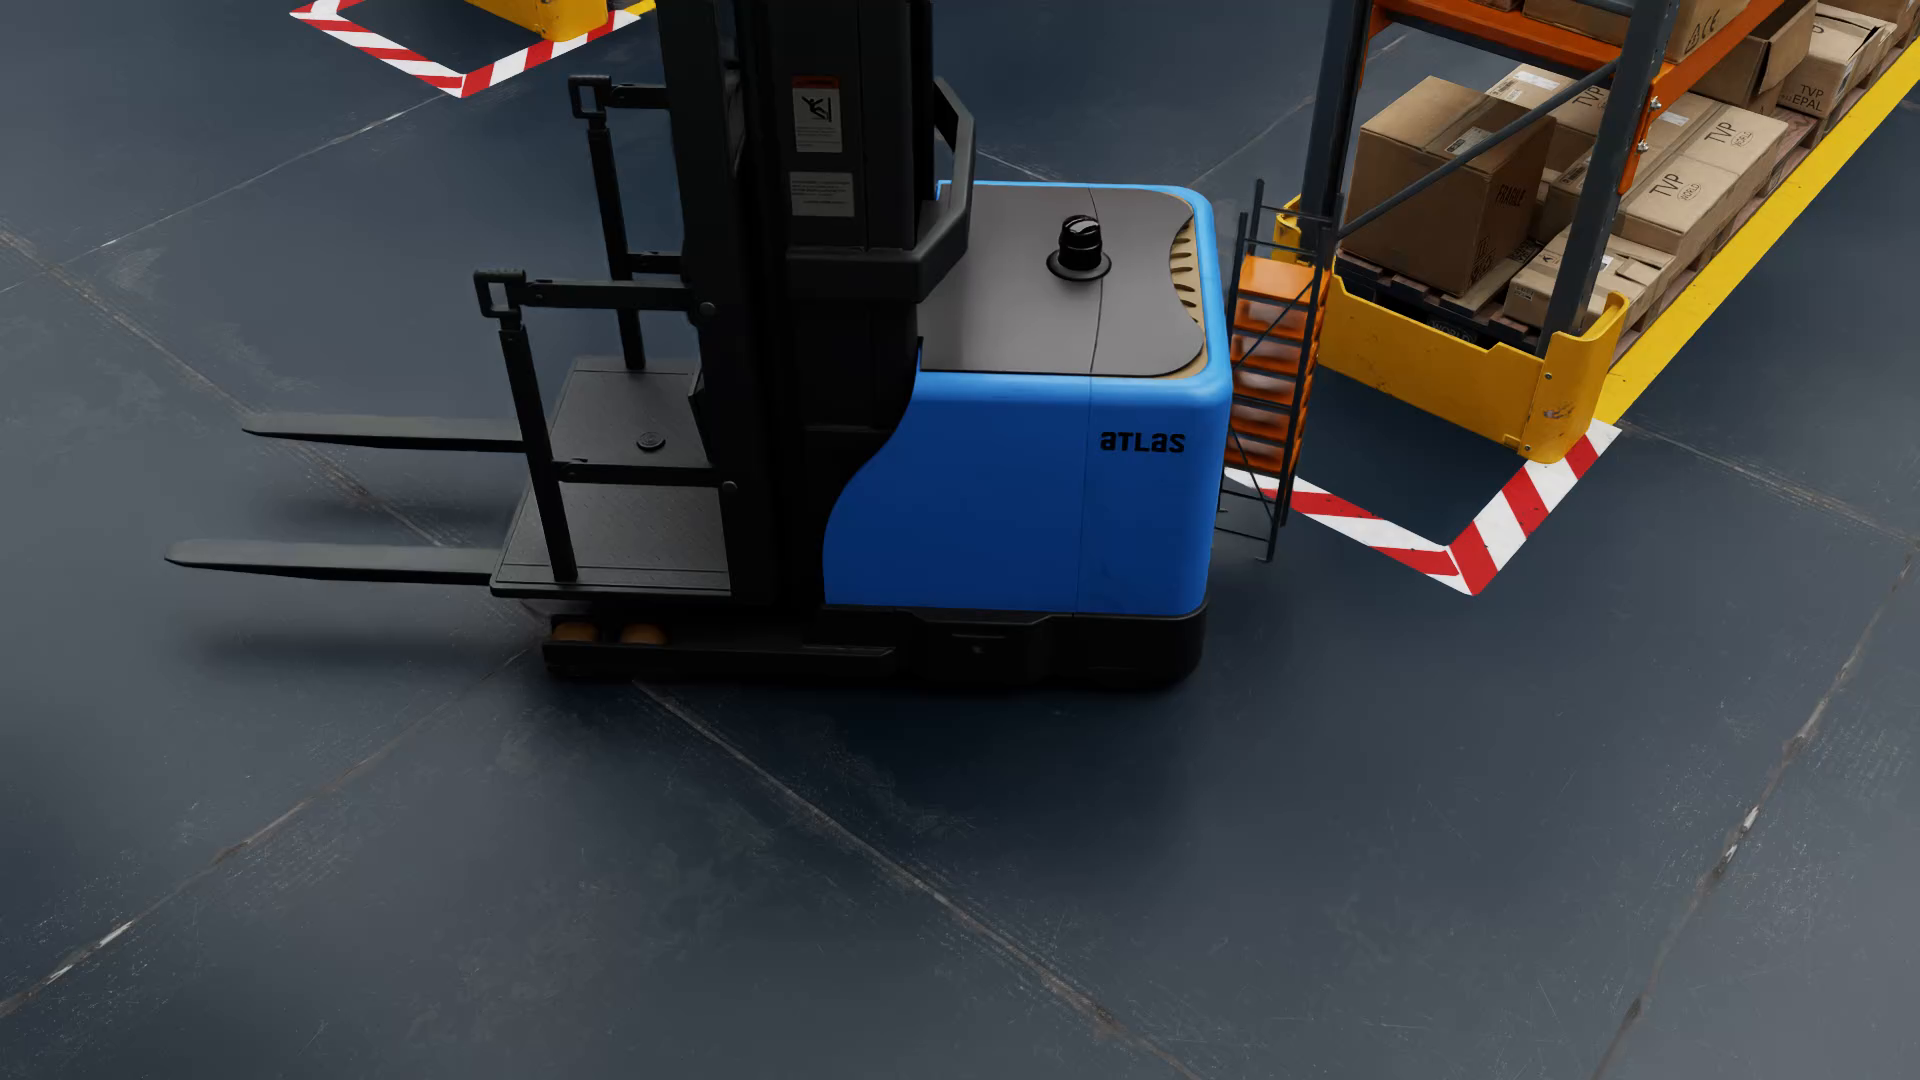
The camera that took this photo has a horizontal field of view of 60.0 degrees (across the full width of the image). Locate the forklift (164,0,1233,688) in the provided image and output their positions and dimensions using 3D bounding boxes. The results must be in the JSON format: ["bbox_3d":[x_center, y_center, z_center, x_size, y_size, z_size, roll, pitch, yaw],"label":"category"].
[{"bbox_3d":[-0.798,-1.037,4.211,3.031,2.935,1.130,2,42,2],"label":"forklift"}]

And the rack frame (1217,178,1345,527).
[{"bbox_3d":[0.926,-0.516,4.926,0.240,1.200,0.006,15,44,16],"label":"rack frame"}]

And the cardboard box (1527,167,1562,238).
[{"bbox_3d":[2.066,-1.317,6.247,0.380,0.166,0.250,29,50,28],"label":"cardboard box"}]

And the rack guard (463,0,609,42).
[{"bbox_3d":[-2.220,-2.850,8.012,1.175,0.500,0.348,29,50,28],"label":"rack guard"}]

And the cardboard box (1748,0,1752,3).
[{"bbox_3d":[2.390,-2.065,5.217,0.500,0.500,0.500,29,50,28],"label":"cardboard box"}]

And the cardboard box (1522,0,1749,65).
[{"bbox_3d":[2.062,-1.797,4.923,0.500,0.500,0.500,31,50,29],"label":"cardboard box"}]

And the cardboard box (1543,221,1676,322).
[{"bbox_3d":[2.268,-0.956,5.851,0.380,0.166,0.250,29,50,28],"label":"cardboard box"}]

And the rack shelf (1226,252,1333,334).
[{"bbox_3d":[0.893,-0.692,4.650,0.258,0.103,0.180,15,44,16],"label":"rack shelf"}]

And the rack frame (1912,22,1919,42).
[{"bbox_3d":[4.149,-3.706,7.096,1.000,3.000,0.127,29,50,28],"label":"rack frame"}]

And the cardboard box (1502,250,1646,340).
[{"bbox_3d":[2.107,-0.821,5.715,0.380,0.149,0.250,29,50,28],"label":"cardboard box"}]

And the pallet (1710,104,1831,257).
[{"bbox_3d":[2.921,-1.690,6.951,1.003,0.211,1.213,29,50,28],"label":"pallet"}]

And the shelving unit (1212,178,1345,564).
[{"bbox_3d":[0.893,-0.459,4.863,0.258,1.200,0.189,15,44,16],"label":"shelving unit"}]

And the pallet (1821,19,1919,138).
[{"bbox_3d":[3.706,-2.321,7.645,1.003,0.211,1.213,29,50,28],"label":"pallet"}]

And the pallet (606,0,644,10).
[{"bbox_3d":[-1.654,-3.169,8.578,1.003,0.211,1.213,29,50,28],"label":"pallet"}]

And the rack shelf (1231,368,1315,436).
[{"bbox_3d":[0.893,-0.426,4.892,0.258,0.103,0.180,15,44,16],"label":"rack shelf"}]

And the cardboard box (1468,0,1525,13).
[{"bbox_3d":[1.655,-2.031,5.180,0.500,0.500,0.500,31,51,30],"label":"cardboard box"}]

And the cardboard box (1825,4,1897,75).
[{"bbox_3d":[3.804,-2.178,7.208,0.380,0.149,0.250,29,50,28],"label":"cardboard box"}]

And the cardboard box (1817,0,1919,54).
[{"bbox_3d":[3.999,-2.527,7.331,0.500,0.500,0.500,29,50,28],"label":"cardboard box"}]

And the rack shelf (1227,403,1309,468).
[{"bbox_3d":[0.893,-0.337,4.973,0.258,0.103,0.180,15,44,16],"label":"rack shelf"}]

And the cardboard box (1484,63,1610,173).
[{"bbox_3d":[2.370,-1.654,6.556,0.500,0.250,0.500,29,50,28],"label":"cardboard box"}]

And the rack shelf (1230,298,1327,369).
[{"bbox_3d":[0.893,-0.603,4.731,0.258,0.103,0.180,15,44,16],"label":"rack shelf"}]

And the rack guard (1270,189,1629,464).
[{"bbox_3d":[1.624,-0.760,5.714,1.175,0.500,0.348,29,50,28],"label":"rack guard"}]

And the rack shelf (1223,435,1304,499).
[{"bbox_3d":[0.893,-0.248,5.054,0.258,0.103,0.180,15,44,16],"label":"rack shelf"}]

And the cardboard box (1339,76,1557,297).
[{"bbox_3d":[1.736,-1.271,5.949,0.500,0.500,0.500,29,50,28],"label":"cardboard box"}]

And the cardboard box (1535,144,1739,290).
[{"bbox_3d":[2.463,-1.206,6.064,0.500,0.250,0.500,29,50,28],"label":"cardboard box"}]

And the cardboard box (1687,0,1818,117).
[{"bbox_3d":[2.944,-1.975,6.721,0.797,0.503,0.637,29,50,28],"label":"cardboard box"}]

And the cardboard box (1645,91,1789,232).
[{"bbox_3d":[2.785,-1.463,6.347,0.500,0.250,0.500,29,50,28],"label":"cardboard box"}]

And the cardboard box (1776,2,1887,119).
[{"bbox_3d":[3.517,-2.071,6.970,0.500,0.311,0.500,29,50,28],"label":"cardboard box"}]

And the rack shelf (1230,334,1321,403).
[{"bbox_3d":[0.893,-0.515,4.812,0.258,0.103,0.180,15,44,16],"label":"rack shelf"}]

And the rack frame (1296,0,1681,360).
[{"bbox_3d":[1.575,-1.646,4.831,1.000,3.000,0.127,29,50,28],"label":"rack frame"}]

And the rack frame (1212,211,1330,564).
[{"bbox_3d":[0.859,-0.401,4.799,0.240,1.200,0.006,15,44,16],"label":"rack frame"}]

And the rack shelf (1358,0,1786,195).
[{"bbox_3d":[2.862,-2.410,6.205,1.077,0.370,4.000,29,50,28],"label":"rack shelf"}]

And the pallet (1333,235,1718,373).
[{"bbox_3d":[2.136,-1.064,6.264,1.003,0.211,1.213,29,50,28],"label":"pallet"}]
